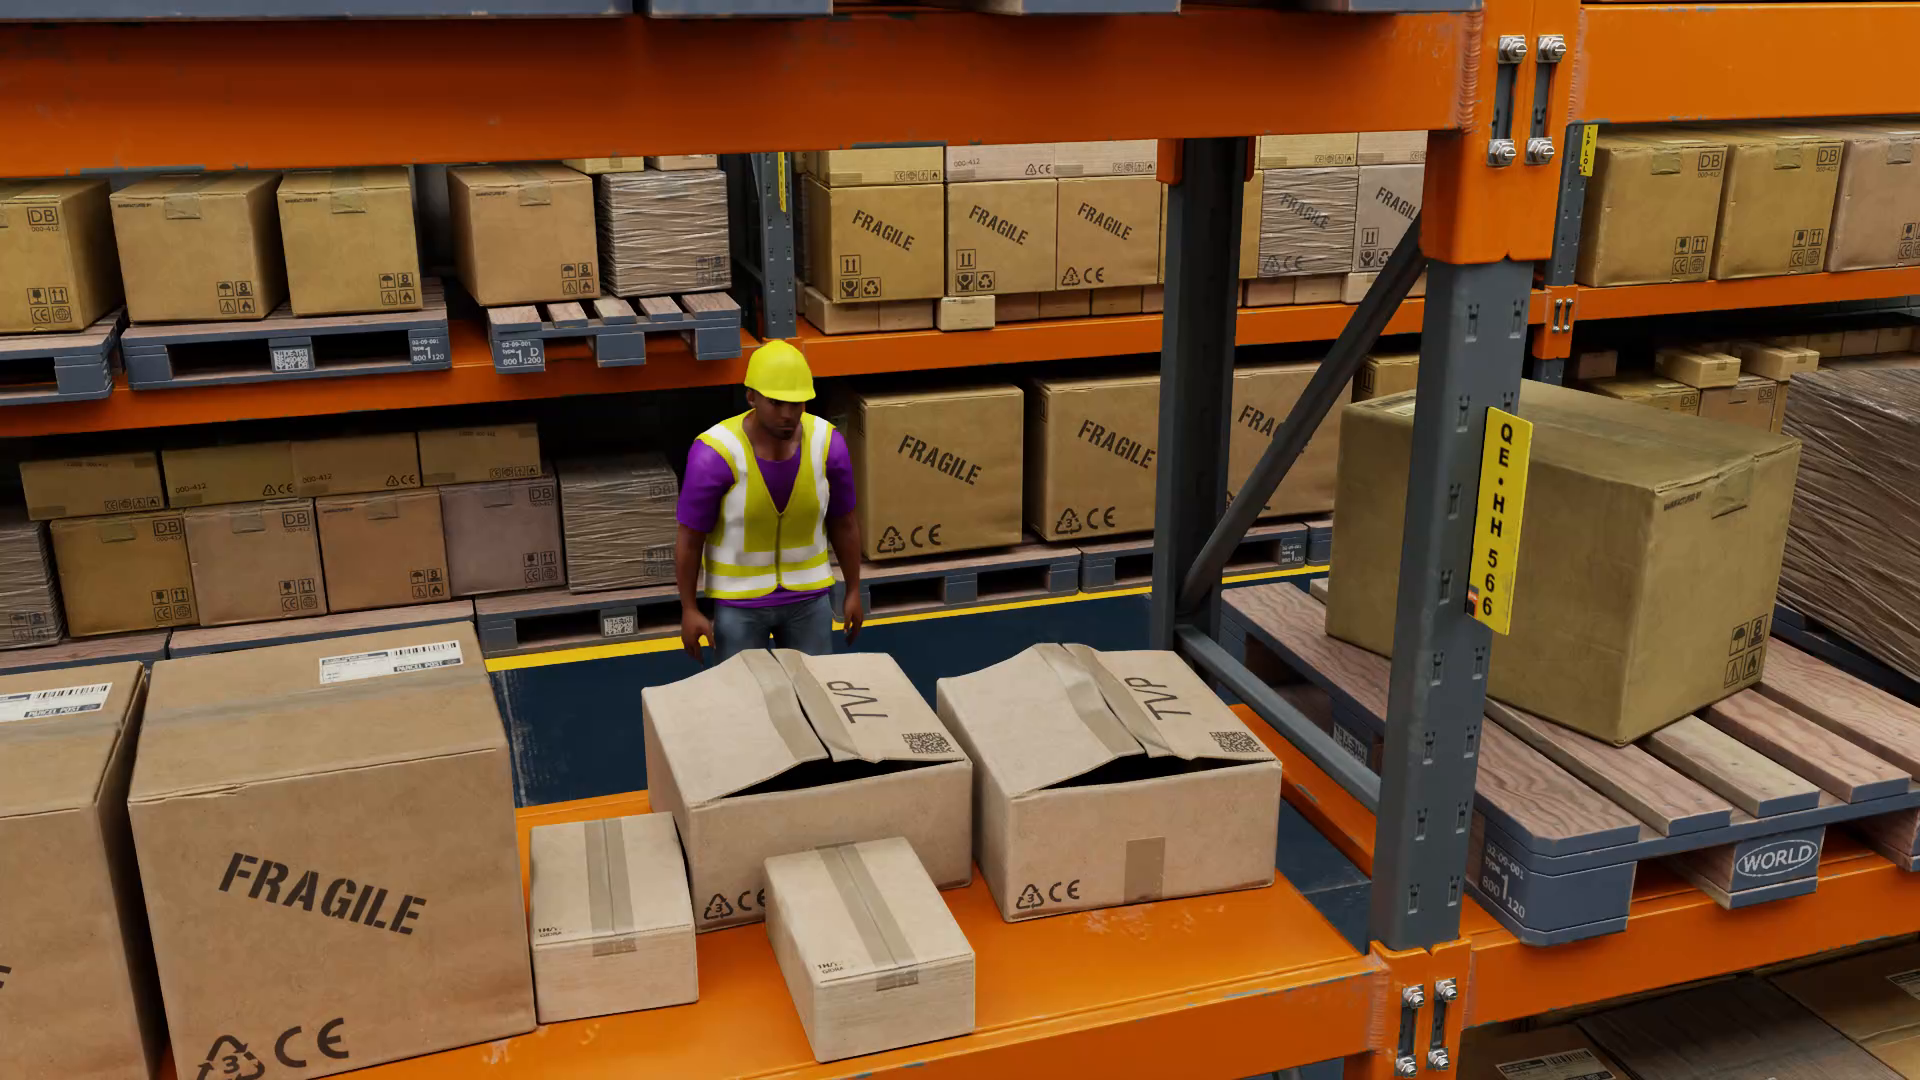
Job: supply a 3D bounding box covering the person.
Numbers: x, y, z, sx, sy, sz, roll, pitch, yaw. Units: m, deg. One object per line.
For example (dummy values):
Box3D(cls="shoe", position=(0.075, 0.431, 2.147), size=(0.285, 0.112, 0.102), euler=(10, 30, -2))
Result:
Box3D(cls="person", position=(-0.610, 0.207, 5.449), size=(0.628, 1.755, 0.461), euler=(-7, 20, -20))
